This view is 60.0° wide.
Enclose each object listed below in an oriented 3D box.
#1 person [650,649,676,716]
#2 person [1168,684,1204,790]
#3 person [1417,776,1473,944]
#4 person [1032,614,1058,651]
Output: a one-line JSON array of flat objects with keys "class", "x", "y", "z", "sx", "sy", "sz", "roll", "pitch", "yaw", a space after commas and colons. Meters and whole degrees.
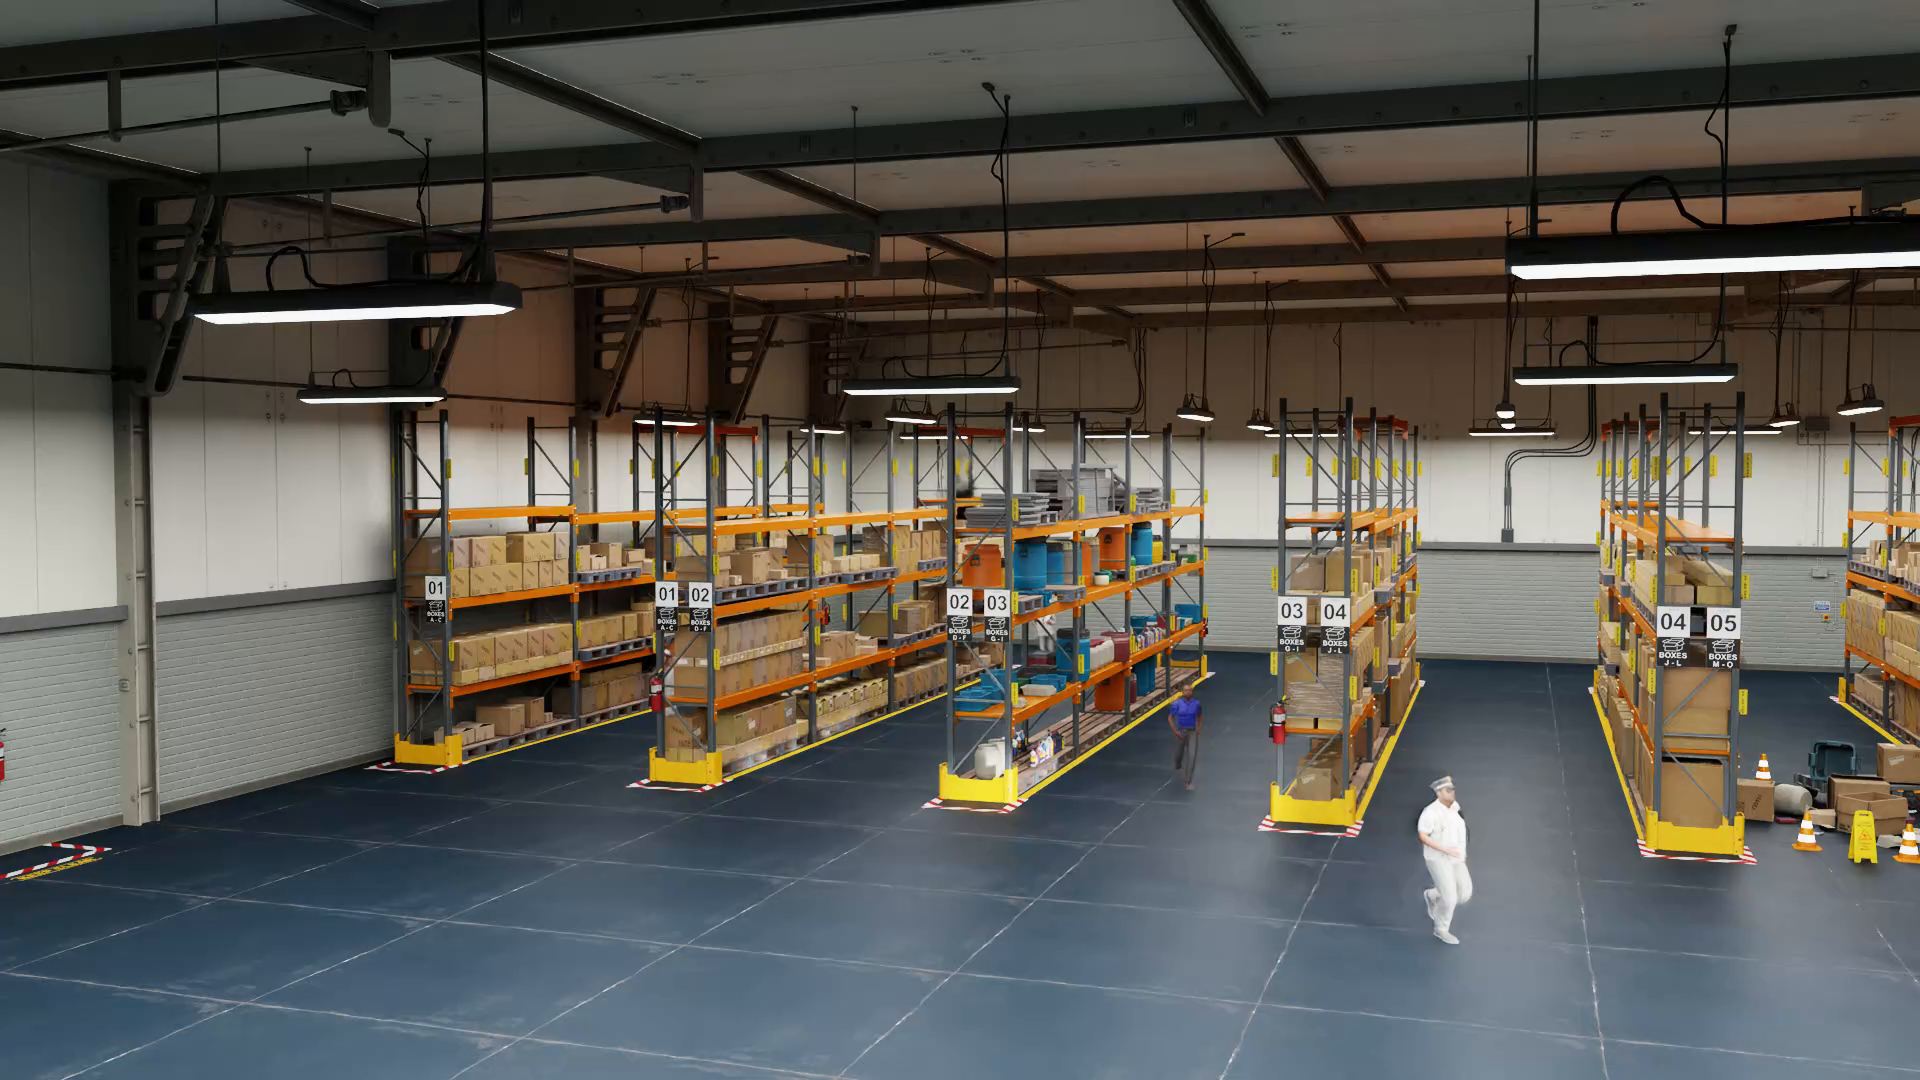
[{"class": "person", "x": -5.289, "y": 2.840, "z": 30.074, "sx": 0.693, "sy": 1.737, "sz": 0.699, "roll": 1, "pitch": 3, "yaw": 16}, {"class": "person", "x": 3.578, "y": 3.092, "z": 26.296, "sx": 0.567, "sy": 1.633, "sz": 0.876, "roll": 0, "pitch": 2, "yaw": 2}, {"class": "person", "x": 5.162, "y": 3.379, "z": 17.710, "sx": 0.697, "sy": 1.752, "sz": 0.601, "roll": -2, "pitch": 3, "yaw": -37}, {"class": "person", "x": 2.085, "y": 2.371, "z": 41.023, "sx": 0.657, "sy": 1.832, "sz": 0.749, "roll": 0, "pitch": 2, "yaw": 4}]
